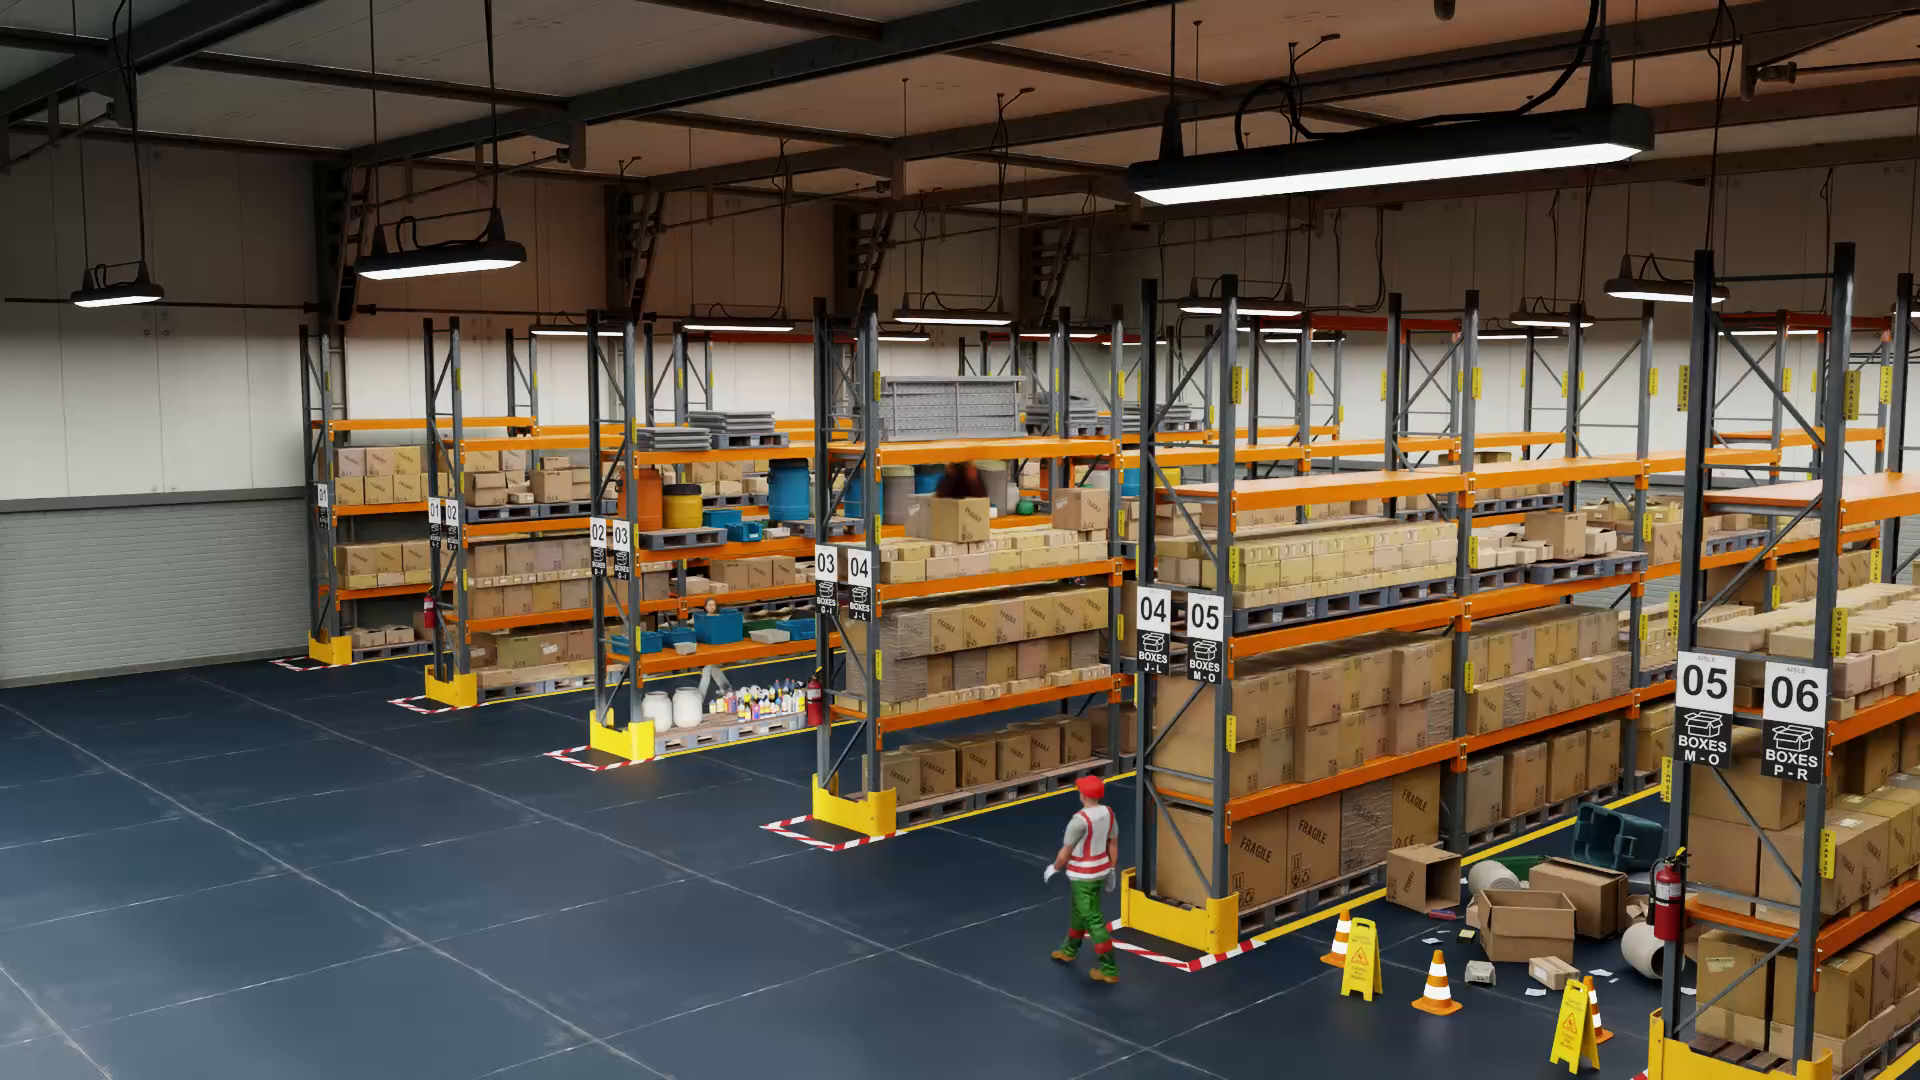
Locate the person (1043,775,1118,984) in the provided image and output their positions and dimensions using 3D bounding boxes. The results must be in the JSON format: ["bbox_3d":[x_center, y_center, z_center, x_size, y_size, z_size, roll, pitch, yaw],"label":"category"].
[{"bbox_3d":[1.007,2.843,14.190,0.863,1.760,0.551,5,7,39],"label":"person"}]

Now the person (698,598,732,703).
[{"bbox_3d":[-3.944,1.717,26.122,0.397,1.624,1.006,5,8,41],"label":"person"}]
